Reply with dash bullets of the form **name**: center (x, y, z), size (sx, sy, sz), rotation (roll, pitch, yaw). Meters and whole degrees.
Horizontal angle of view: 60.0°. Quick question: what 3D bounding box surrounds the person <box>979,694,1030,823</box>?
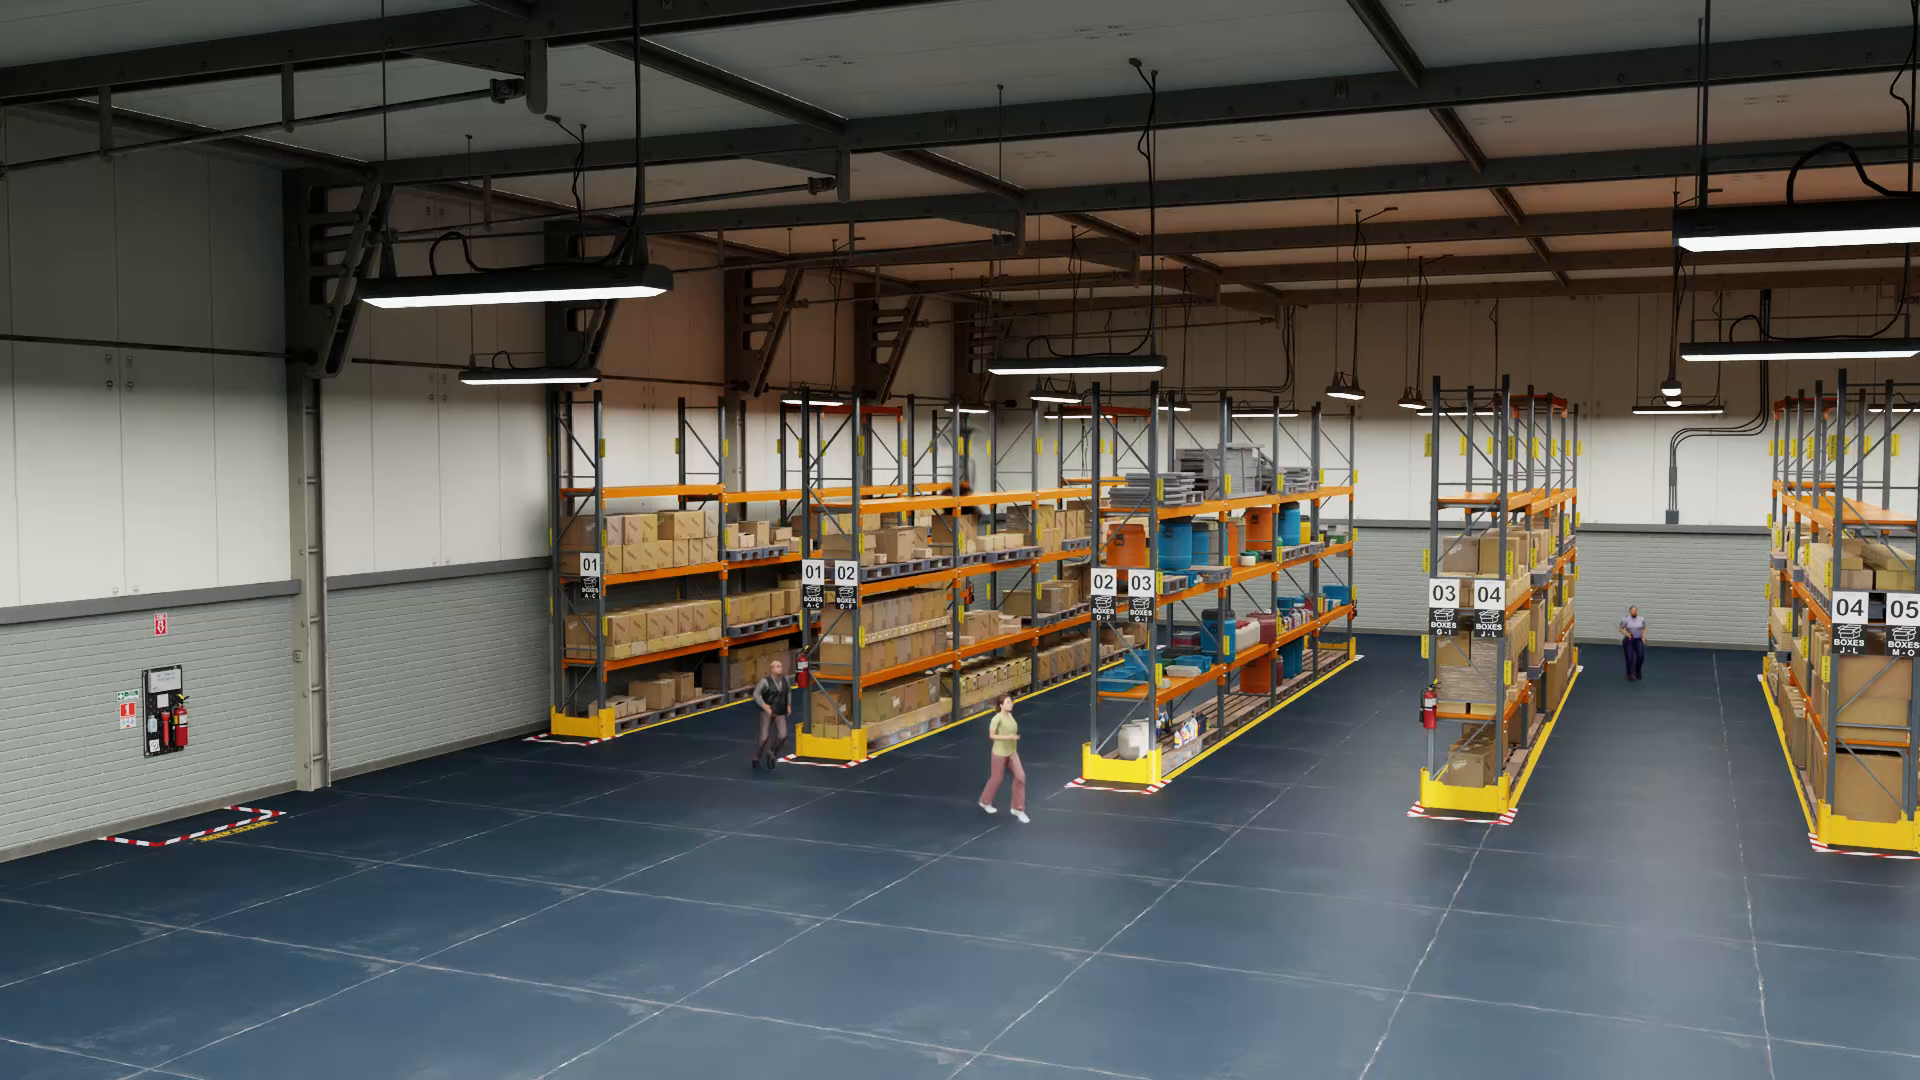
- **person**: center (0.561, 2.901, 22.414), size (0.565, 1.677, 0.789), rotation (-3, 4, -45)

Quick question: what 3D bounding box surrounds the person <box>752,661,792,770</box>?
- **person**: center (-2.888, 2.732, 25.957), size (0.715, 1.689, 0.635), rotation (-2, 4, -28)

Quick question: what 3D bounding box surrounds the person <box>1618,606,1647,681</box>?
- **person**: center (14.458, 2.222, 35.709), size (0.605, 1.628, 0.621), rotation (1, 3, 12)
